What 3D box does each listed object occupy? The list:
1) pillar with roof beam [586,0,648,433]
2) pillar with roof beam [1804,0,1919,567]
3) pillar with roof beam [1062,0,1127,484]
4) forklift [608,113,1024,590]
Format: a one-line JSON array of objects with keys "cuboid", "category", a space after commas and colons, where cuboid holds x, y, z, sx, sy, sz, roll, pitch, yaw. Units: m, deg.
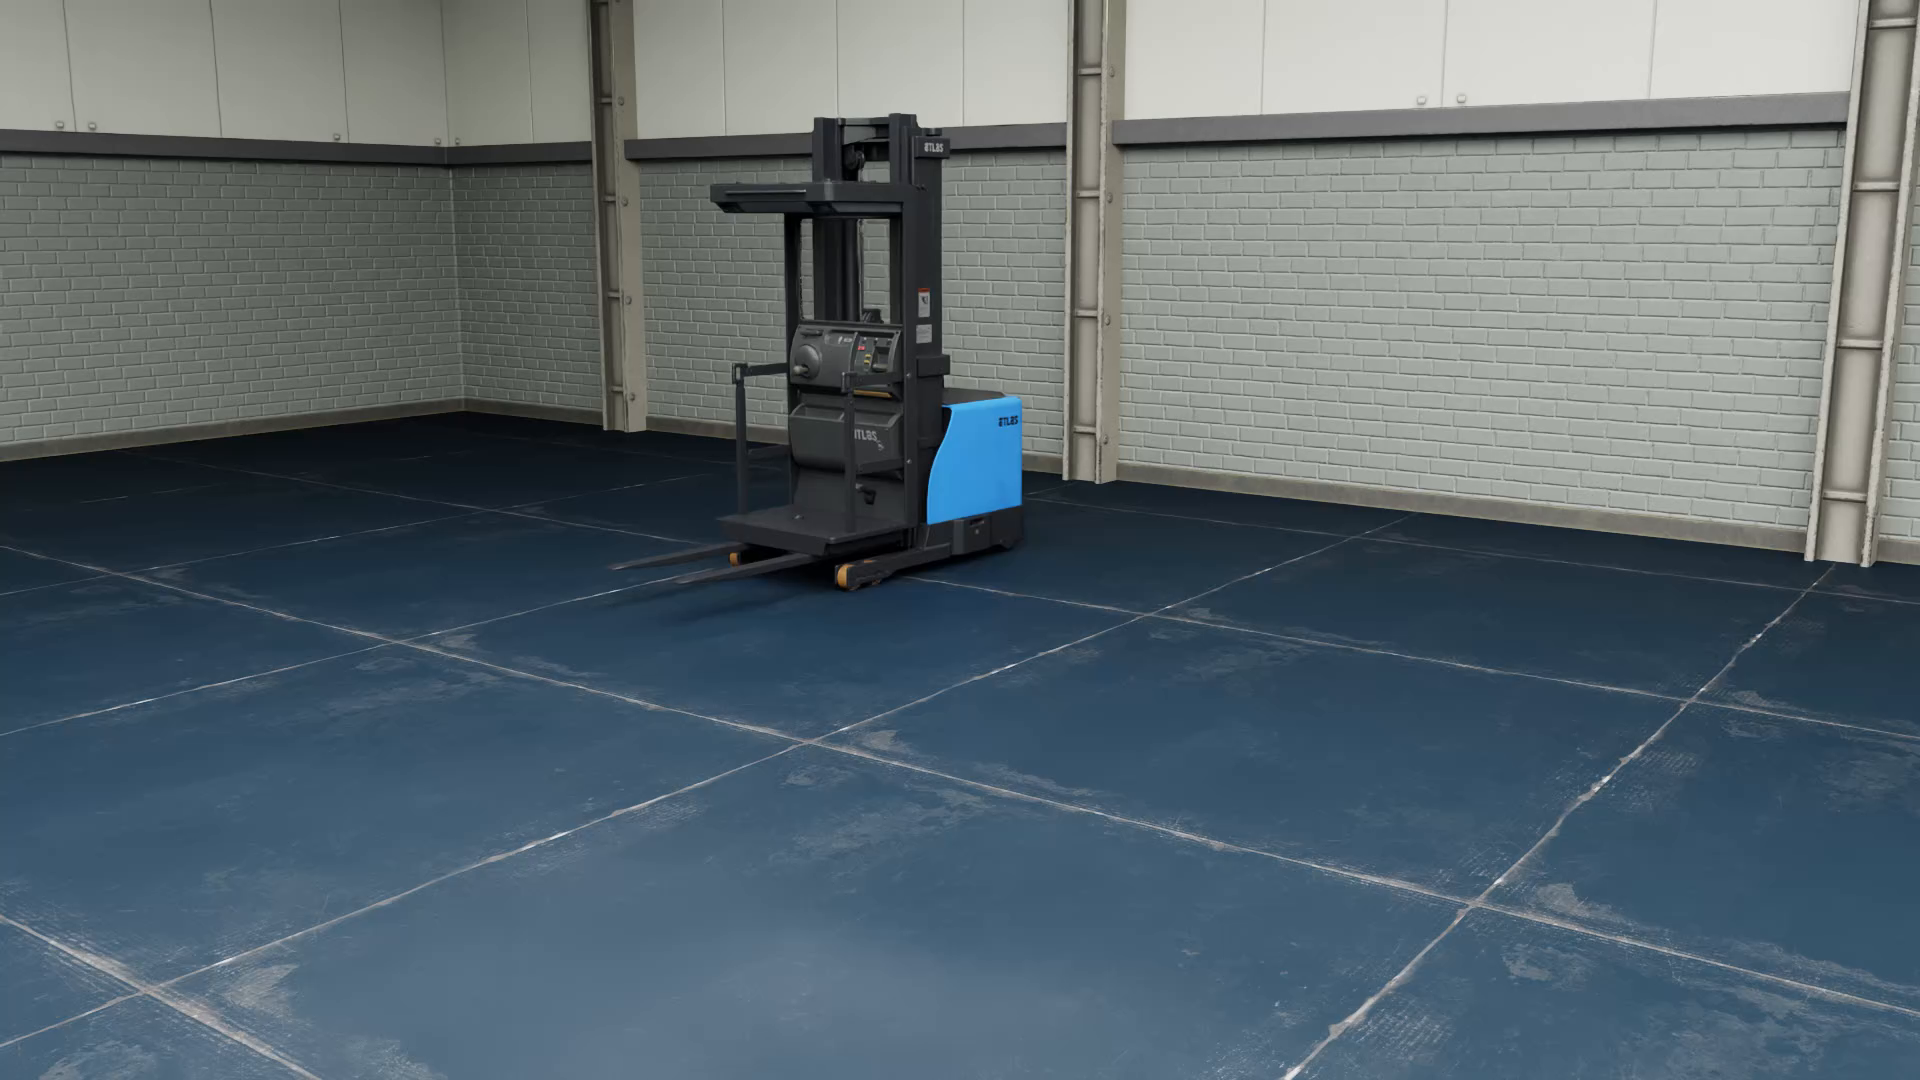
[{"cuboid": [-6.226, -4.972, 14.037, 0.400, 9.000, 9.100, 8, 13, 36], "category": "pillar with roof beam"}, {"cuboid": [3.446, -3.623, 7.063, 0.400, 9.000, 9.100, 8, 13, 36], "category": "pillar with roof beam"}, {"cuboid": [-1.390, -4.297, 10.550, 0.400, 9.000, 9.100, 8, 13, 36], "category": "pillar with roof beam"}, {"cuboid": [-0.887, -1.232, 10.681, 1.130, 2.935, 3.031, 9, 14, 39], "category": "forklift"}]
